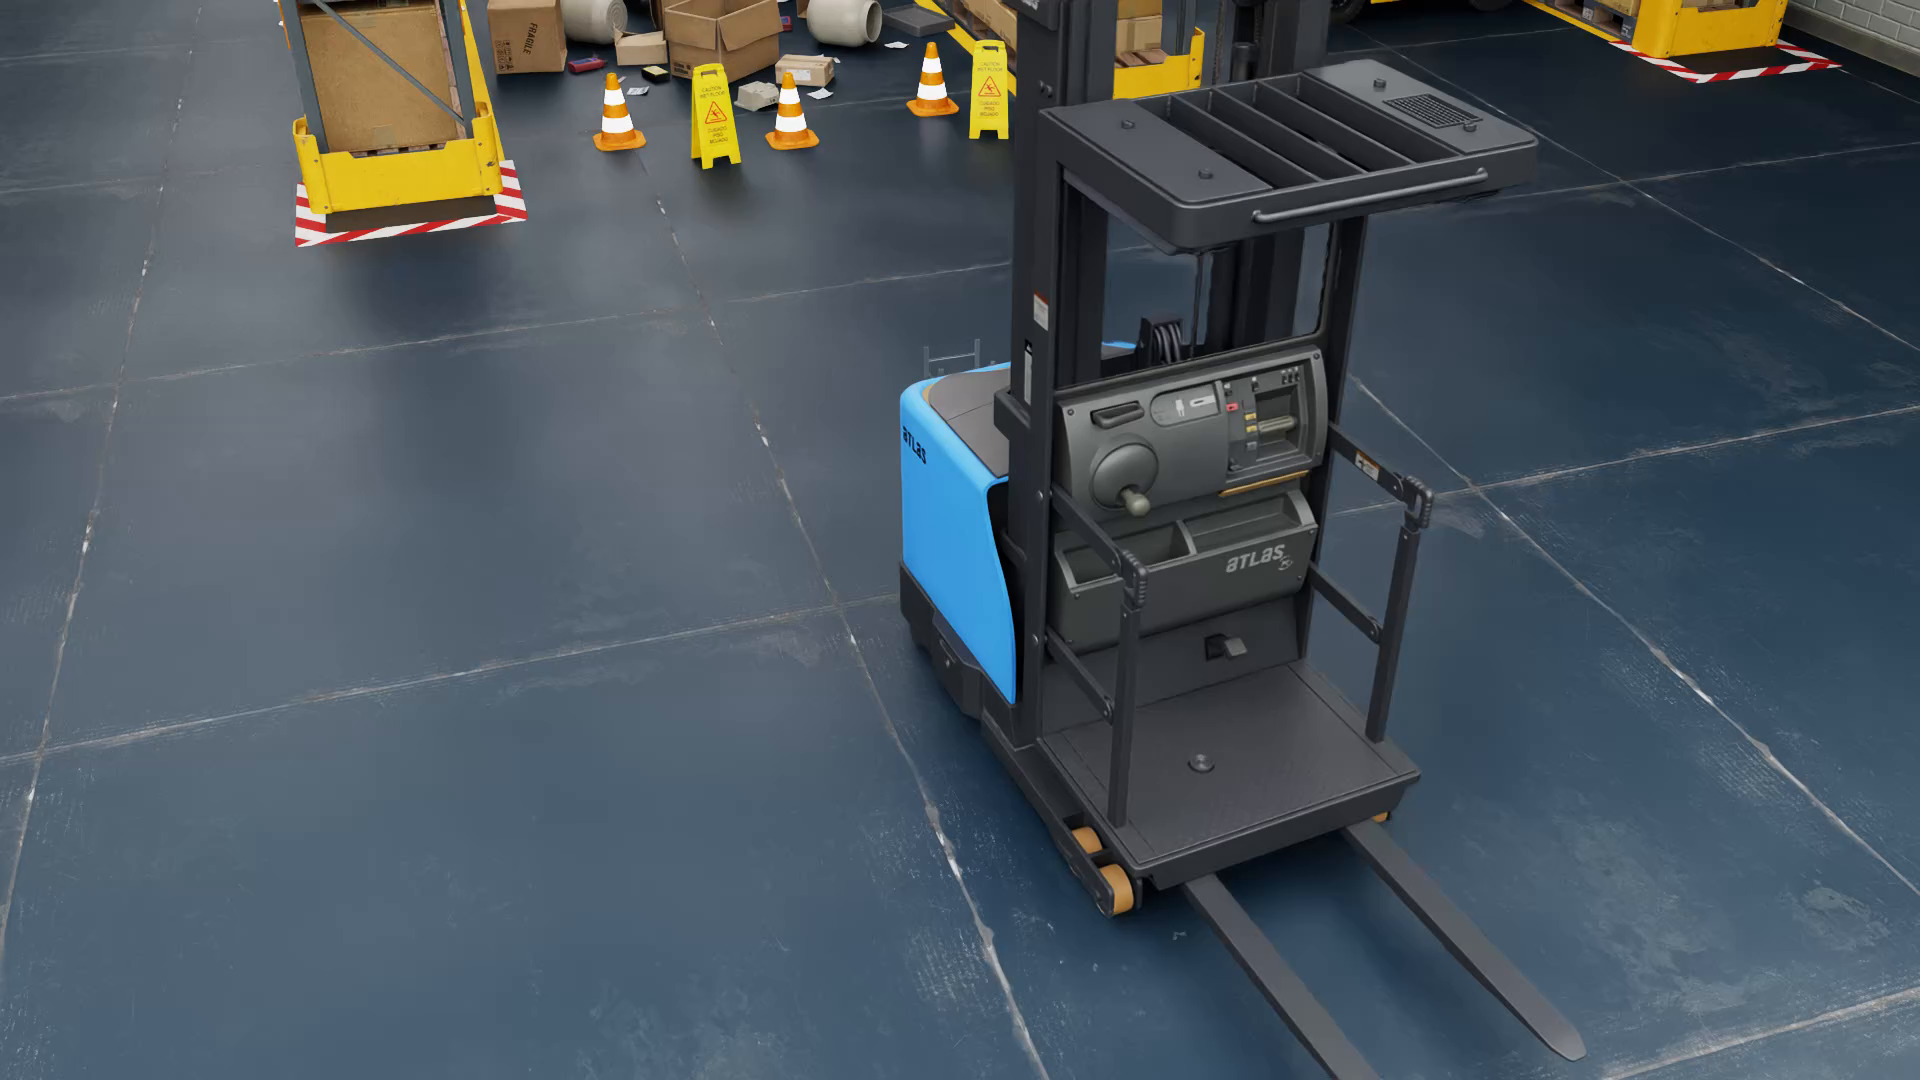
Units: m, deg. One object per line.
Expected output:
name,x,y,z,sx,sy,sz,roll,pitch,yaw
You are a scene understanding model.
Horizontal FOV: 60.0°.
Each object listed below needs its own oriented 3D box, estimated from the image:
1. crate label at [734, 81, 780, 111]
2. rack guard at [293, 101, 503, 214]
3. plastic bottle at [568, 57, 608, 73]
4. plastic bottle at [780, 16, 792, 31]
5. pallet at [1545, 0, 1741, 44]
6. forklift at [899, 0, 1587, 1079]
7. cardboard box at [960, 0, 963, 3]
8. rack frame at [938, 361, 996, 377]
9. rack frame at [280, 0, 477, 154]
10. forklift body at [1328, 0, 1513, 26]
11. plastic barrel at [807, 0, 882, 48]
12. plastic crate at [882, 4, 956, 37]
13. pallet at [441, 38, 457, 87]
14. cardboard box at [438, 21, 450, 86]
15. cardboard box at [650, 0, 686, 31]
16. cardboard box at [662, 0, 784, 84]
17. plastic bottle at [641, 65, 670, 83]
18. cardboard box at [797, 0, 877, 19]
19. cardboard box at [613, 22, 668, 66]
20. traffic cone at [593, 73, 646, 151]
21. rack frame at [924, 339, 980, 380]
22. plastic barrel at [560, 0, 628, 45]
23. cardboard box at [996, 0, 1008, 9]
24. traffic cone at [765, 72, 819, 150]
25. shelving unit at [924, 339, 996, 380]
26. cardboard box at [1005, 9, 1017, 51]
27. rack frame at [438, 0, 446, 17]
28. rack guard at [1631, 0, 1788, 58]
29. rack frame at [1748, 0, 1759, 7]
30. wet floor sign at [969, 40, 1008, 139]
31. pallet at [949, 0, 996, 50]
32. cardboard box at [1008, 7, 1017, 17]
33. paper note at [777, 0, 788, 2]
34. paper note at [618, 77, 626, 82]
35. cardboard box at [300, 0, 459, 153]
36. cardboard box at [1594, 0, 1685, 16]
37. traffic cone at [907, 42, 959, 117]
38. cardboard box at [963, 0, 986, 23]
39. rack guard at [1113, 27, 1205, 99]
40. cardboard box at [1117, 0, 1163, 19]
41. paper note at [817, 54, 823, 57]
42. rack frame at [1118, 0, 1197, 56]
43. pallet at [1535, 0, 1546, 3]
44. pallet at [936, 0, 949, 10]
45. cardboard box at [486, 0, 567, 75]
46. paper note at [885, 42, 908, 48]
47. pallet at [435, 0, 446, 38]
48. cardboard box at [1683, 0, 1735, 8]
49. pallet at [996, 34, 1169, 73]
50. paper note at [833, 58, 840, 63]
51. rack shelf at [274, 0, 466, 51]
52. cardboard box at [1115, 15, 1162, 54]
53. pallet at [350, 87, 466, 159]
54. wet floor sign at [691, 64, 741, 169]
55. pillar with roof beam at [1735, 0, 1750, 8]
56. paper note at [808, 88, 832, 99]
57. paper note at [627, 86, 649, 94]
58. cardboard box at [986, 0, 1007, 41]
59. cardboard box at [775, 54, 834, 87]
crate label,-1.448,-3.199,11.967,0.298,0.136,0.250,27,42,34
rack guard,-3.512,-2.407,10.439,1.175,0.500,0.348,-10,35,-15
plastic bottle,-2.835,-3.630,12.689,0.283,0.061,0.133,-23,40,-31
plastic bottle,-1.449,-4.229,13.594,0.133,0.061,0.283,-4,34,-6
pallet,5.616,-4.415,13.741,1.003,0.211,1.213,-10,35,-15
forklift,0.831,-0.277,5.011,1.130,2.935,3.031,-14,36,-20
cardboard box,0.204,-4.564,13.549,0.500,0.250,0.500,-10,35,-15
rack frame,0.029,-0.326,6.928,0.240,0.900,0.006,-10,35,-15
rack frame,-3.520,-3.462,9.769,1.000,3.000,0.127,-10,35,-15
forklift body,3.574,-5.519,13.651,2.313,2.155,1.214,-10,35,-15
plastic barrel,-0.908,-4.103,13.075,0.512,0.421,0.421,13,36,18
plastic crate,-0.359,-4.267,13.636,0.402,0.080,0.583,-23,40,-31
pallet,-4.207,-3.345,12.120,1.003,0.211,1.213,-10,35,-15
cardboard box,-4.060,-3.557,11.459,0.875,0.875,0.875,-11,35,-15
cardboard box,-2.076,-4.349,13.252,0.797,0.637,0.503,-10,35,-15
cardboard box,-1.783,-3.803,12.548,0.637,0.503,0.797,19,38,26
plastic bottle,-2.306,-3.512,12.510,0.133,0.061,0.283,-23,40,-31
cardboard box,-1.026,-4.615,13.778,0.500,0.500,0.500,13,36,18
cardboard box,-2.462,-3.829,12.804,0.396,0.266,0.258,-4,34,-6
traffic cone,-2.329,-2.921,11.251,0.336,0.463,0.334,-10,35,-15
rack frame,-0.033,-0.433,7.089,0.240,0.900,0.006,-10,35,-15
plastic barrel,-2.933,-4.150,13.146,0.512,0.421,0.421,13,36,18
cardboard box,0.508,-4.339,12.528,0.500,0.500,0.500,-9,34,-13
traffic cone,-1.149,-2.933,11.269,0.336,0.463,0.334,-10,35,-15
shelving unit,-0.002,-0.380,7.008,0.258,0.900,0.210,-10,35,-15
cardboard box,0.653,-3.767,12.344,0.500,0.250,0.500,-10,35,-15
rack frame,-4.740,-5.562,12.947,1.000,3.000,0.127,-10,35,-15
rack guard,5.897,-4.129,13.045,1.175,0.500,0.348,-10,35,-15
rack frame,5.890,-5.184,12.375,1.000,3.000,0.127,-10,35,-15
wet floor sign,0.203,-3.086,11.334,0.267,0.644,0.232,1,33,2
pallet,0.558,-4.296,13.560,1.003,0.211,1.213,-10,35,-15
cardboard box,0.671,-4.065,12.114,0.500,0.500,0.500,-10,35,-14
paper note,-1.520,-4.644,14.250,0.148,0.019,0.142,-10,35,-15
paper note,-2.538,-3.454,12.468,0.032,0.001,0.123,7,34,10
cardboard box,-3.789,-3.096,10.761,0.875,0.875,0.875,-10,35,-14
cardboard box,5.445,-4.406,13.310,0.500,0.250,0.500,-10,35,-14
traffic cone,-0.196,-3.298,11.821,0.336,0.463,0.334,-10,35,-15
cardboard box,0.345,-4.302,13.153,0.500,0.250,0.500,-11,35,-16
rack guard,1.140,-3.345,11.858,1.175,0.500,0.348,-10,35,-15
cardboard box,1.173,-4.171,12.274,0.500,0.500,0.500,-11,35,-16
paper note,-1.137,-3.737,12.888,0.148,0.019,0.142,1,33,2
rack frame,1.164,-4.348,11.109,1.000,3.000,0.127,-10,35,-15
pallet,5.248,-5.055,14.708,1.003,0.211,1.213,-10,35,-15
pallet,0.182,-4.938,14.531,1.003,0.211,1.213,-10,35,-15
cardboard box,-3.289,-3.878,12.663,0.500,0.500,0.500,-4,34,-6
paper note,-0.500,-3.921,13.156,0.142,0.019,0.148,-23,40,-31
pallet,-4.582,-3.987,13.091,1.003,0.211,1.213,-10,35,-15
cardboard box,5.926,-4.503,13.457,0.500,0.250,0.500,-10,35,-15
pallet,0.926,-3.657,12.592,1.003,0.211,1.213,-10,35,-15
paper note,-0.955,-3.710,12.856,0.032,0.001,0.123,-10,35,-15
rack shelf,-4.130,-4.212,11.556,1.077,0.370,4.000,-10,35,-15
cardboard box,1.181,-3.846,12.462,0.500,0.250,0.500,-10,35,-15
pallet,-3.838,-2.705,11.153,1.003,0.211,1.213,-10,35,-15
wet floor sign,-1.625,-2.798,10.899,0.267,0.644,0.232,-16,37,-23
pillar with roof beam,2.436,-7.480,10.408,9.100,9.000,0.400,-10,35,-15
paper note,-1.020,-3.271,12.172,0.148,0.019,0.142,-23,40,-31
paper note,-2.368,-3.310,12.232,0.144,0.017,0.142,1,33,2
cardboard box,0.510,-4.028,12.738,0.500,0.250,0.500,-10,35,-15
cardboard box,-1.160,-3.506,12.421,0.380,0.149,0.250,7,34,10
